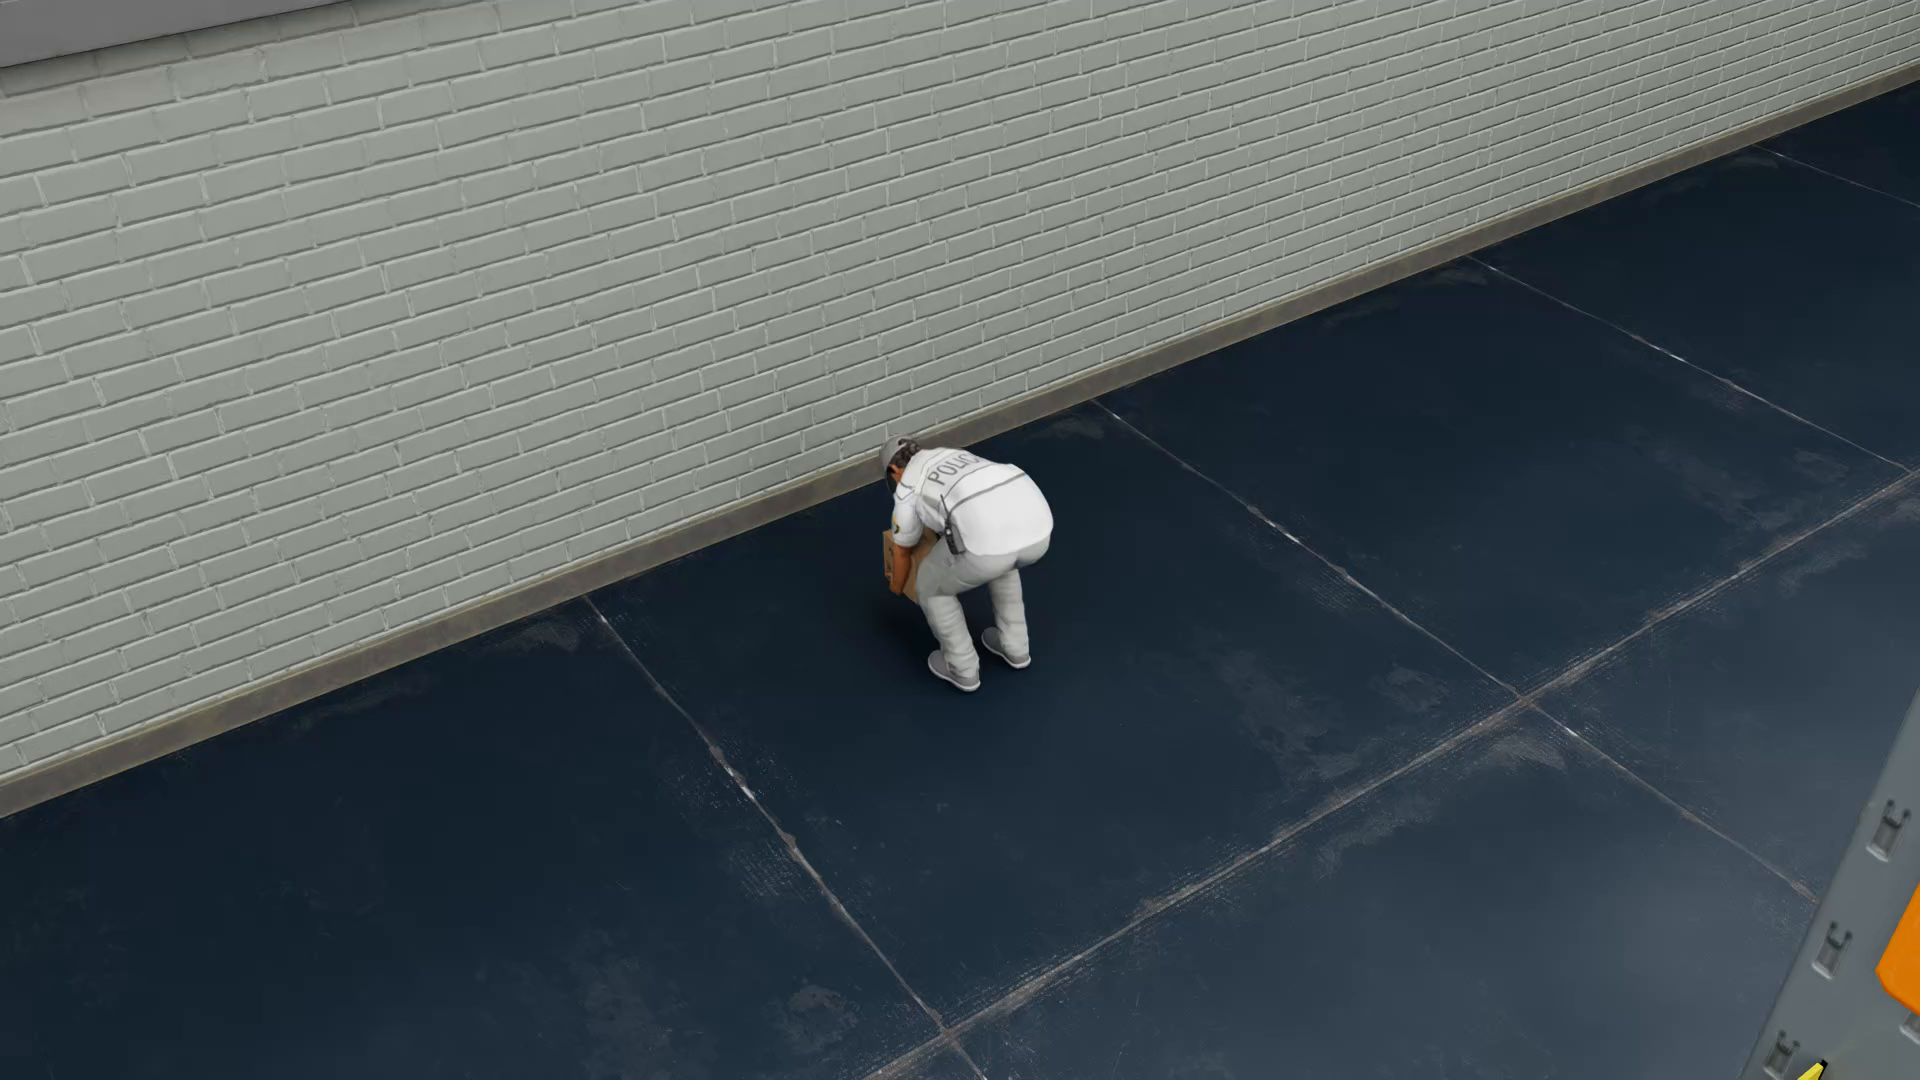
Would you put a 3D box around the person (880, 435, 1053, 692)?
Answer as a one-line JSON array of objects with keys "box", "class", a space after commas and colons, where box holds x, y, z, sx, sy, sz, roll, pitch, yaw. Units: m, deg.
[{"box": [-0.020, 0.052, 7.126, 0.494, 1.014, 0.950, -25, 43, -29], "class": "person"}]
